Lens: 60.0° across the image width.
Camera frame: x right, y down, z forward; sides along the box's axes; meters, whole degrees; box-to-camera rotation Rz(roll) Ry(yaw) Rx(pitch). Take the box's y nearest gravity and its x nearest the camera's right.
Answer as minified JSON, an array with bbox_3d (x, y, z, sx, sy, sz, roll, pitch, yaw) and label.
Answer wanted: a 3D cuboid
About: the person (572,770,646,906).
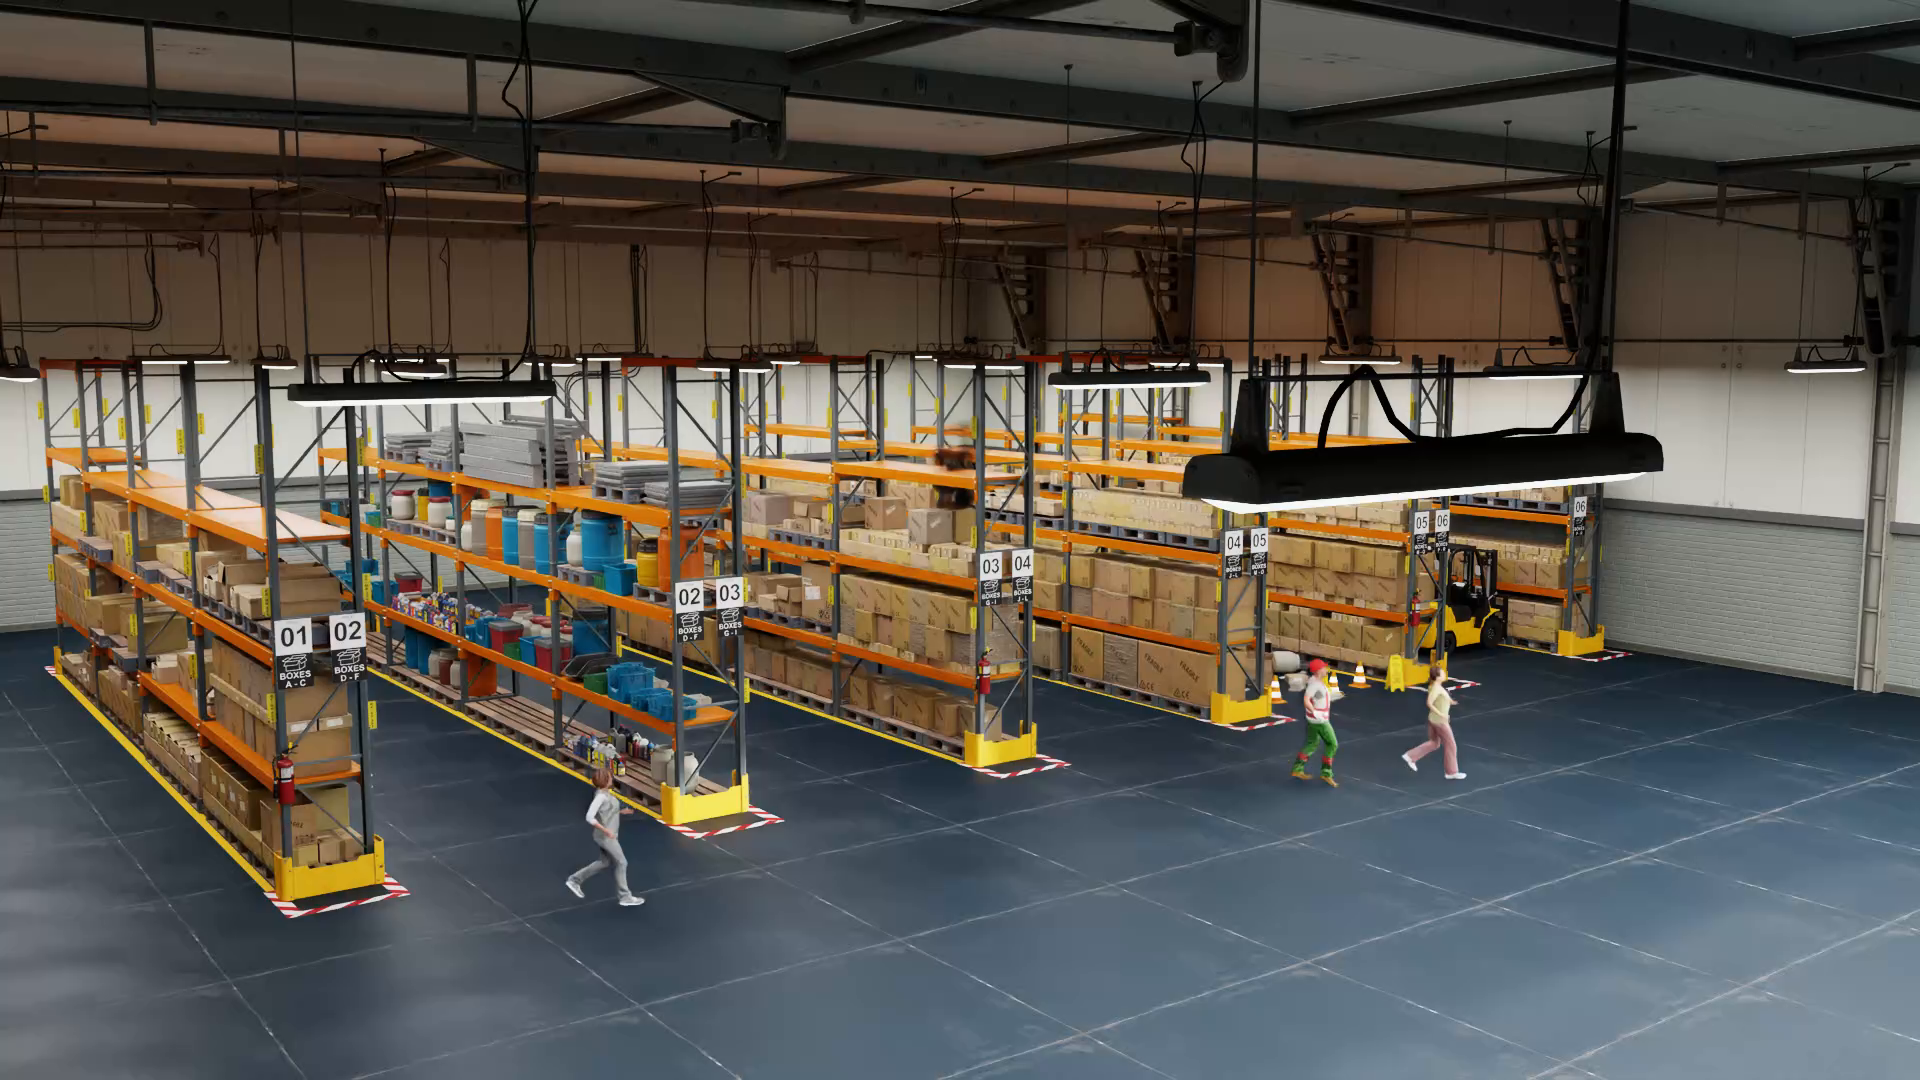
[{"bbox_3d":[-3.931,3.331,18.547,0.804,1.563,0.548,-1,7,-12],"label":"person"}]

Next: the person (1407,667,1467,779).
[{"bbox_3d":[6.912,2.639,23.994,0.850,1.640,0.590,0,7,3],"label":"person"}]

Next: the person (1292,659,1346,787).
[{"bbox_3d":[5.134,2.601,23.712,0.754,1.838,0.636,0,7,1],"label":"person"}]
